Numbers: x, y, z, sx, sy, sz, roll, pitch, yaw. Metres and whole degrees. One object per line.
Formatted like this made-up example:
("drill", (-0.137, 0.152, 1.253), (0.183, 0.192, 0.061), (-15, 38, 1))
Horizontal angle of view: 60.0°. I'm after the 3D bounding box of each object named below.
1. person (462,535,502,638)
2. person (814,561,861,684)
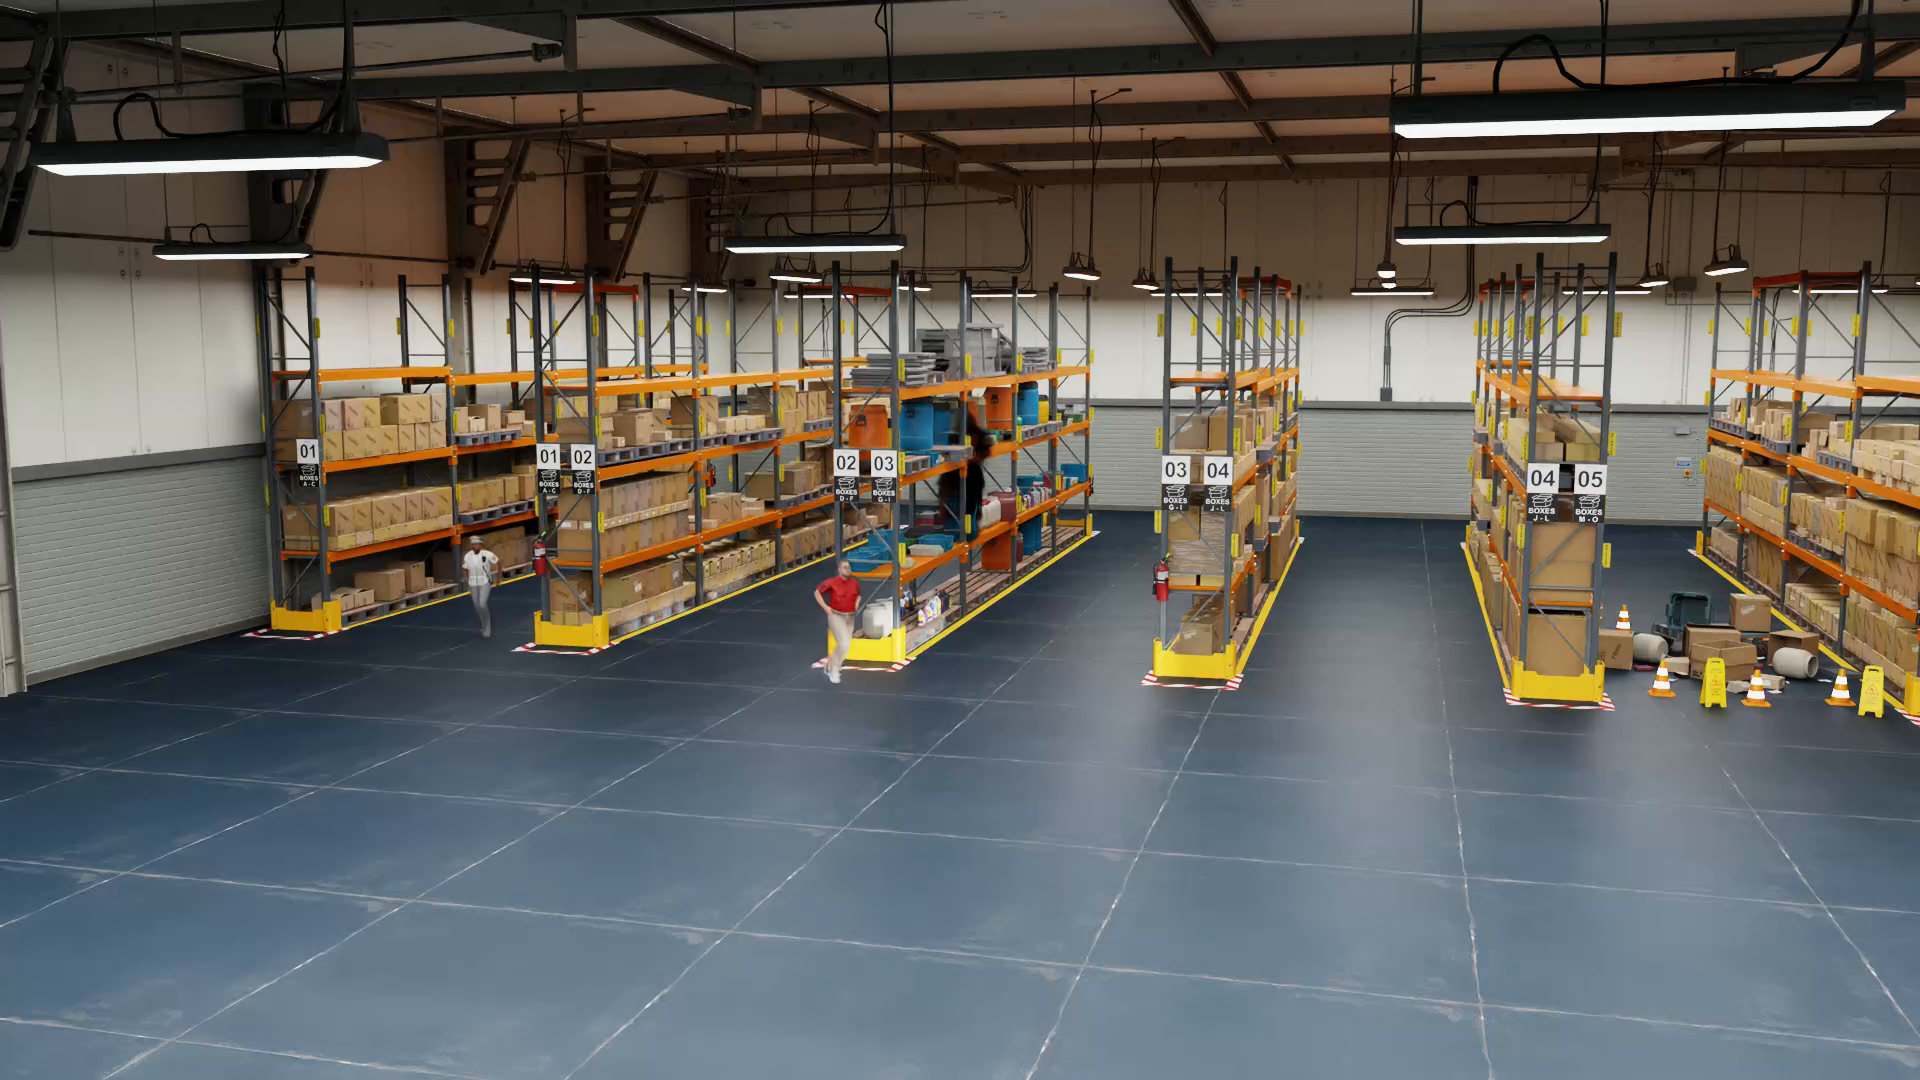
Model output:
("person", (-7.811, 0.746, 27.107), (0.587, 1.683, 0.775), (1, 7, 5))
("person", (-1.669, 1.173, 23.721), (0.691, 1.768, 0.608), (-6, 10, -41))
